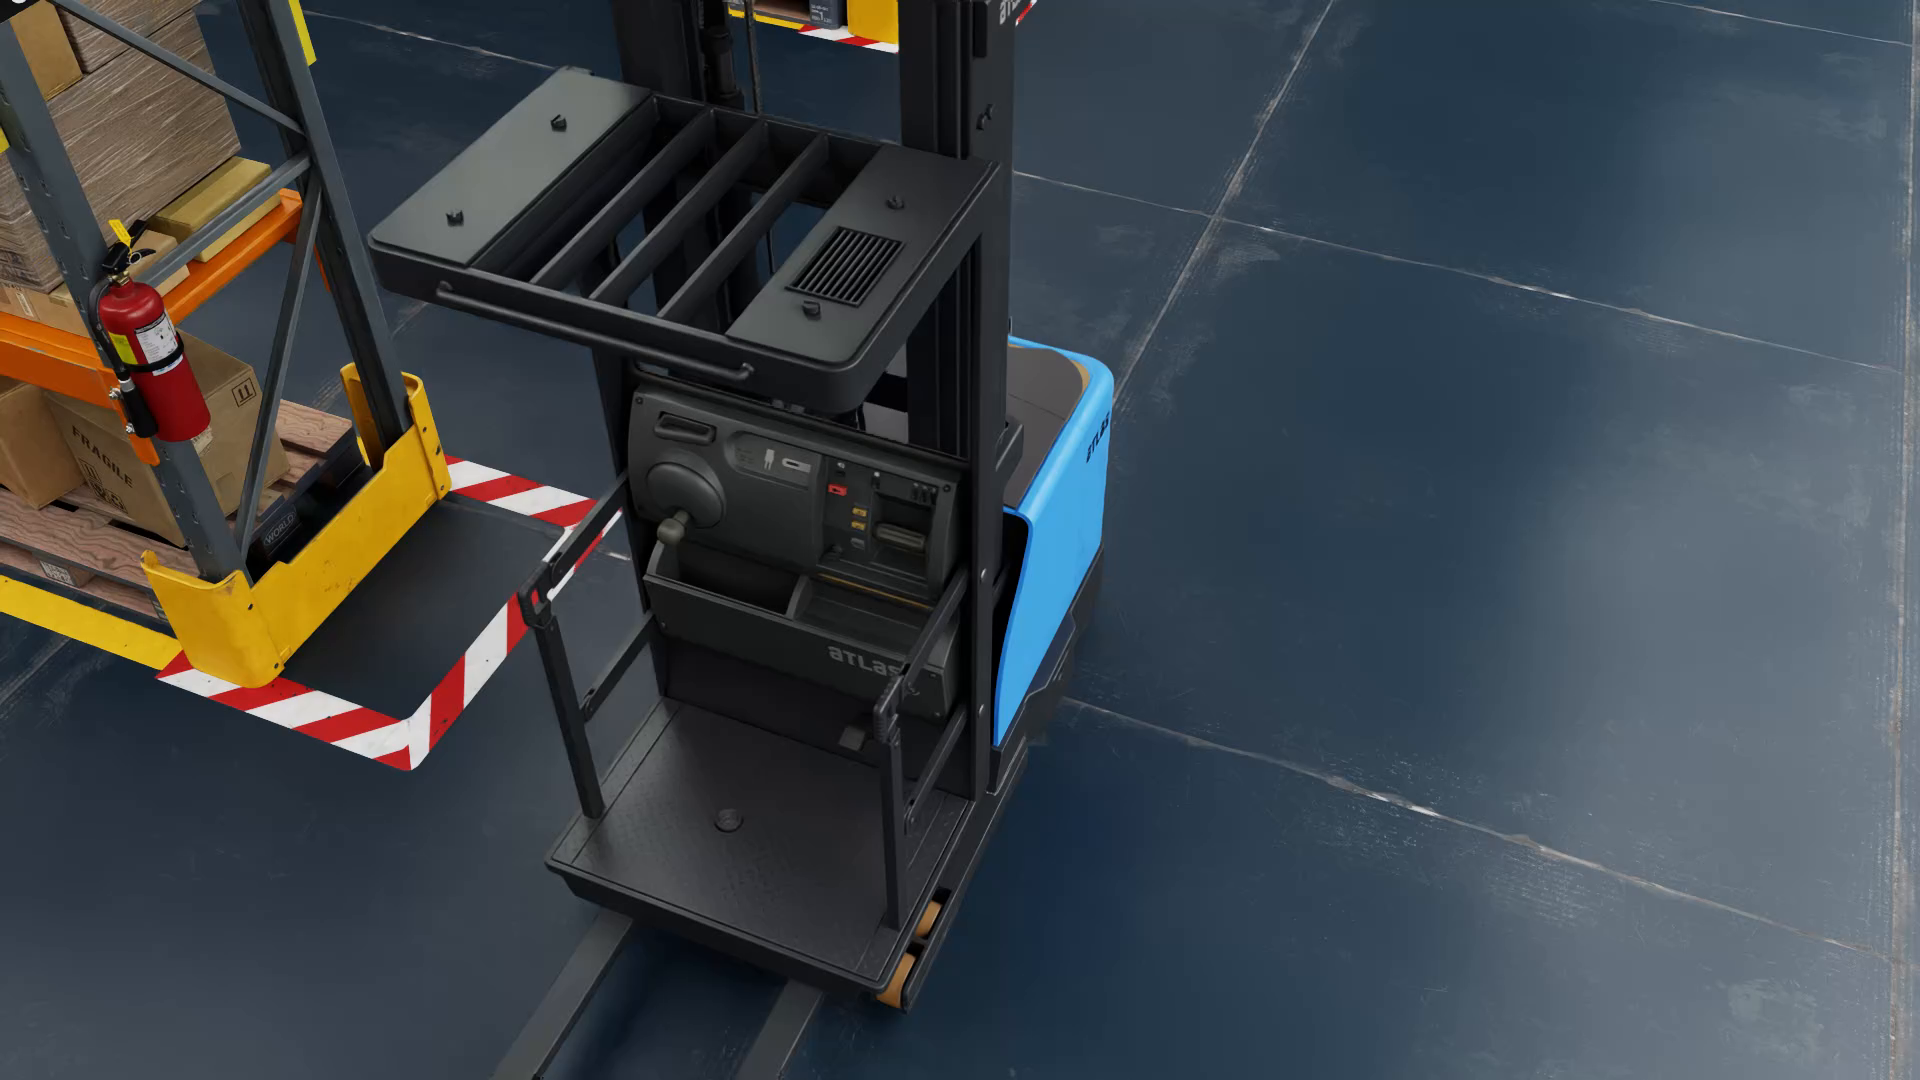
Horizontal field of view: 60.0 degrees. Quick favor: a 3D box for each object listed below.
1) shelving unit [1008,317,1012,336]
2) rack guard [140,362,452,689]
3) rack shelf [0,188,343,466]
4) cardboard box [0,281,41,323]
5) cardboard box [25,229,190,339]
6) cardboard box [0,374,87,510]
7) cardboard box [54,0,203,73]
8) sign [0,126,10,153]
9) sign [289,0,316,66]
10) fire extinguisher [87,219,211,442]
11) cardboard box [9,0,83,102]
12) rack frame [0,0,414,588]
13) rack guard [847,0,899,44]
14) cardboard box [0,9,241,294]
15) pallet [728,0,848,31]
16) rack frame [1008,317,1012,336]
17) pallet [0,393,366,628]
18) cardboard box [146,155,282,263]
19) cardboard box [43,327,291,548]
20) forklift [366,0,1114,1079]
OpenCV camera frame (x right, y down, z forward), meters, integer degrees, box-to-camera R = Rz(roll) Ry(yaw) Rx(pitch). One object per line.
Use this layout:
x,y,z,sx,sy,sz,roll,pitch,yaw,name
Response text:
0.039,-0.400,6.014,0.210,0.900,0.258,15,47,15,shelving unit
-2.339,-0.078,5.974,0.348,0.500,1.175,16,47,16,rack guard
-4.115,-1.231,5.871,4.000,0.370,1.077,16,47,16,rack shelf
-2.842,-0.865,5.171,0.250,0.149,0.380,16,47,16,cardboard box
-2.611,-0.797,5.103,0.250,0.149,0.380,16,47,16,cardboard box
-3.404,-0.526,6.127,0.500,0.500,0.500,29,52,26,cardboard box
-2.671,-1.765,4.907,0.500,0.500,0.500,16,47,16,cardboard box
-2.501,-1.110,4.194,0.005,0.325,0.100,16,47,16,sign
-2.060,-1.603,5.121,0.005,0.325,0.100,16,47,16,sign
-2.341,-0.585,4.766,0.183,0.674,0.296,16,47,16,fire extinguisher
-2.872,-1.427,4.567,0.500,0.500,0.500,16,47,16,cardboard box
-2.269,-0.943,5.071,0.127,3.000,1.000,16,47,16,rack frame
-0.244,-3.252,9.164,0.348,0.500,1.175,16,47,16,rack guard
-2.766,-1.251,5.099,0.500,0.500,0.875,16,47,16,cardboard box
-1.034,-3.322,9.439,1.213,0.211,1.003,16,47,16,pallet
0.134,-0.374,5.988,0.006,0.900,0.240,15,47,15,rack frame
-3.075,-0.219,6.320,1.213,0.211,1.003,16,47,16,pallet
-2.440,-1.087,5.394,0.250,0.149,0.380,16,47,16,cardboard box
-2.839,-0.386,5.986,0.500,0.500,0.500,25,50,23,cardboard box
-0.528,-0.019,4.191,1.130,2.935,3.031,16,47,16,forklift
